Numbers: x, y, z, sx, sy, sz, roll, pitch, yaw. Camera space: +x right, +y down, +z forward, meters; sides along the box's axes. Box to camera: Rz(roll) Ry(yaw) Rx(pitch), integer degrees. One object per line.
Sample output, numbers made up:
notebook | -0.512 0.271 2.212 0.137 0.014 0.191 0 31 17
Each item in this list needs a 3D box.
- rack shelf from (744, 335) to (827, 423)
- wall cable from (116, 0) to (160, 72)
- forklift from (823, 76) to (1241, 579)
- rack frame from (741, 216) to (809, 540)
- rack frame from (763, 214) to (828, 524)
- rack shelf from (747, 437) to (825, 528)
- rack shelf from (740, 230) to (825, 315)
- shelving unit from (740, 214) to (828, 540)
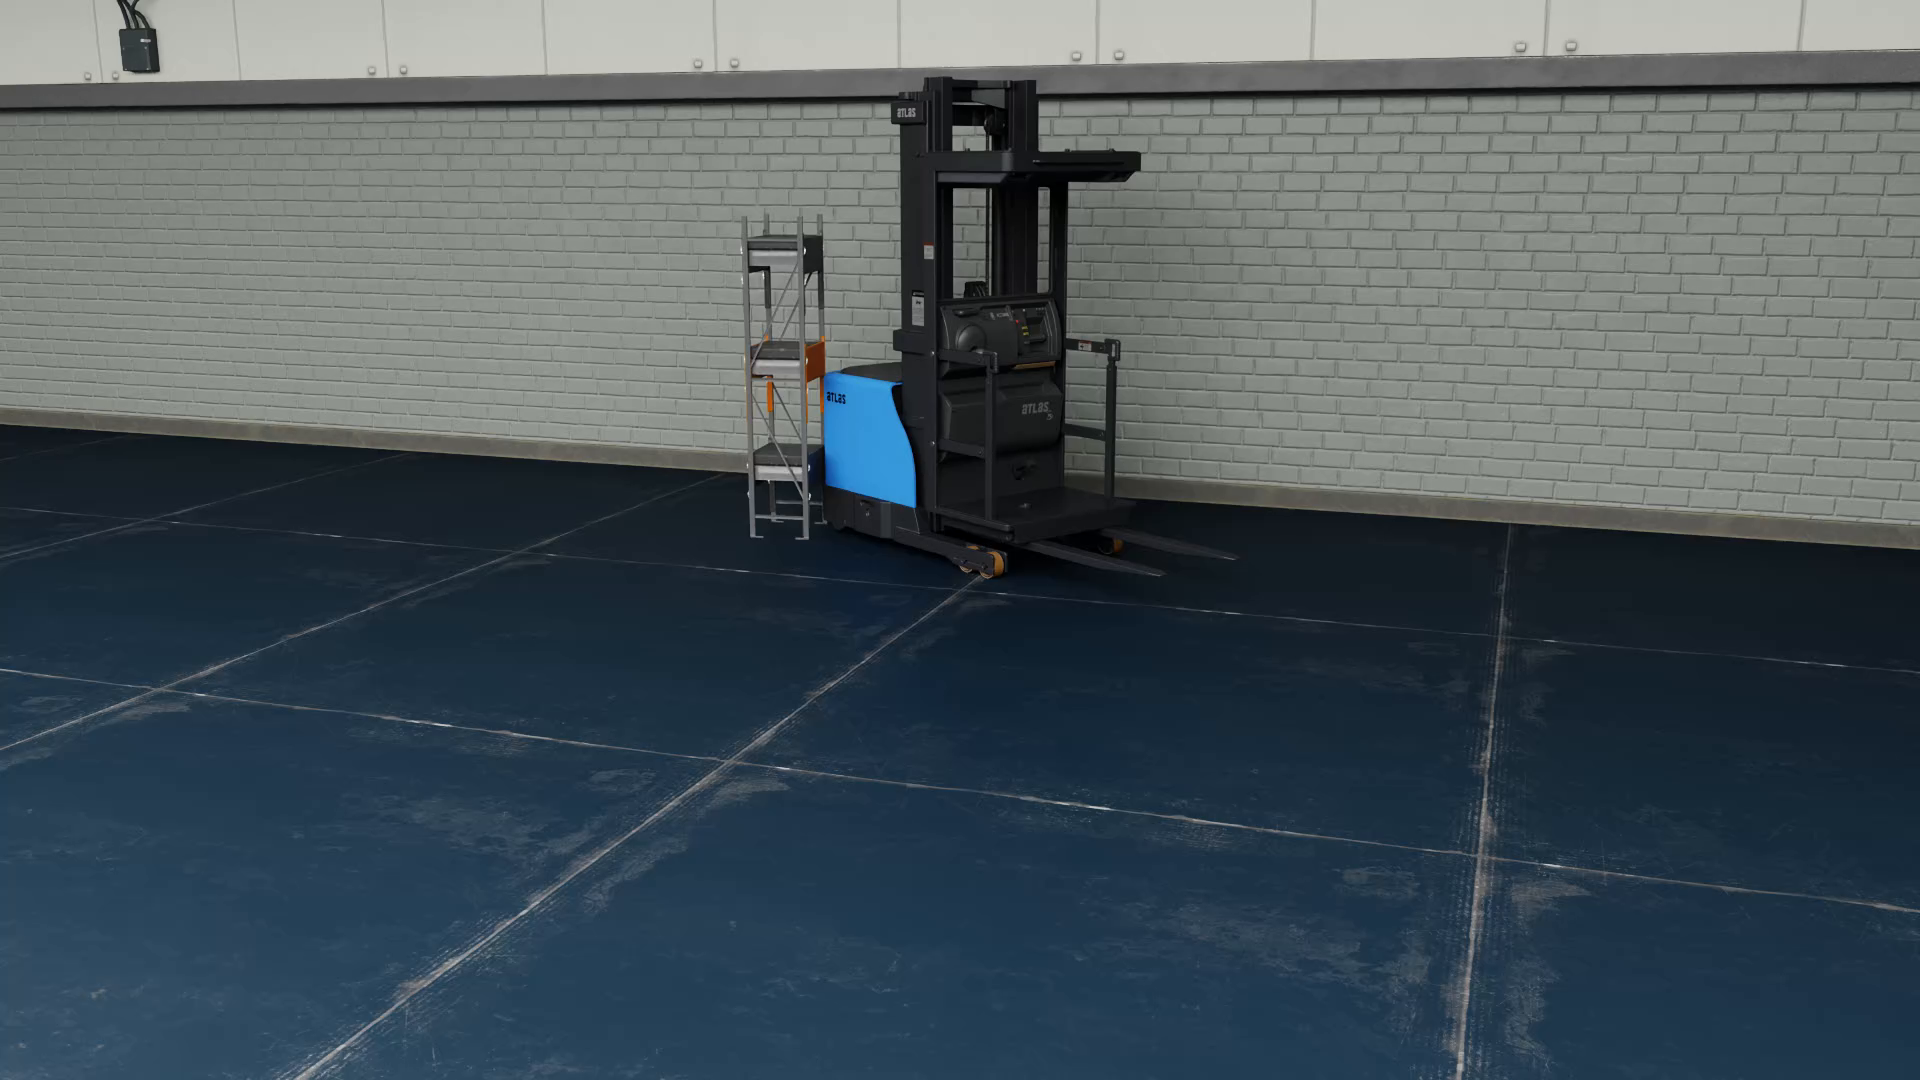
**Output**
rack shelf | -1.152 -1.073 11.032 0.431 0.518 0.480 2 13 10
wall cable | -6.144 -6.910 13.396 2.305 6.003 0.169 4 14 18
forklift | 0.395 -1.322 10.192 1.130 2.935 3.031 -10 16 -38
rack frame | -1.195 -1.033 10.795 0.400 2.100 0.015 2 13 10
rack frame | -1.109 -1.140 11.263 0.400 2.100 0.015 2 13 10
rack shelf | -1.152 -0.391 11.188 0.431 0.518 0.480 2 13 10
rack shelf | -1.152 -1.755 10.876 0.431 0.518 0.480 2 13 10
shelving unit | -1.152 -1.086 11.029 0.431 2.100 0.503 2 13 10
